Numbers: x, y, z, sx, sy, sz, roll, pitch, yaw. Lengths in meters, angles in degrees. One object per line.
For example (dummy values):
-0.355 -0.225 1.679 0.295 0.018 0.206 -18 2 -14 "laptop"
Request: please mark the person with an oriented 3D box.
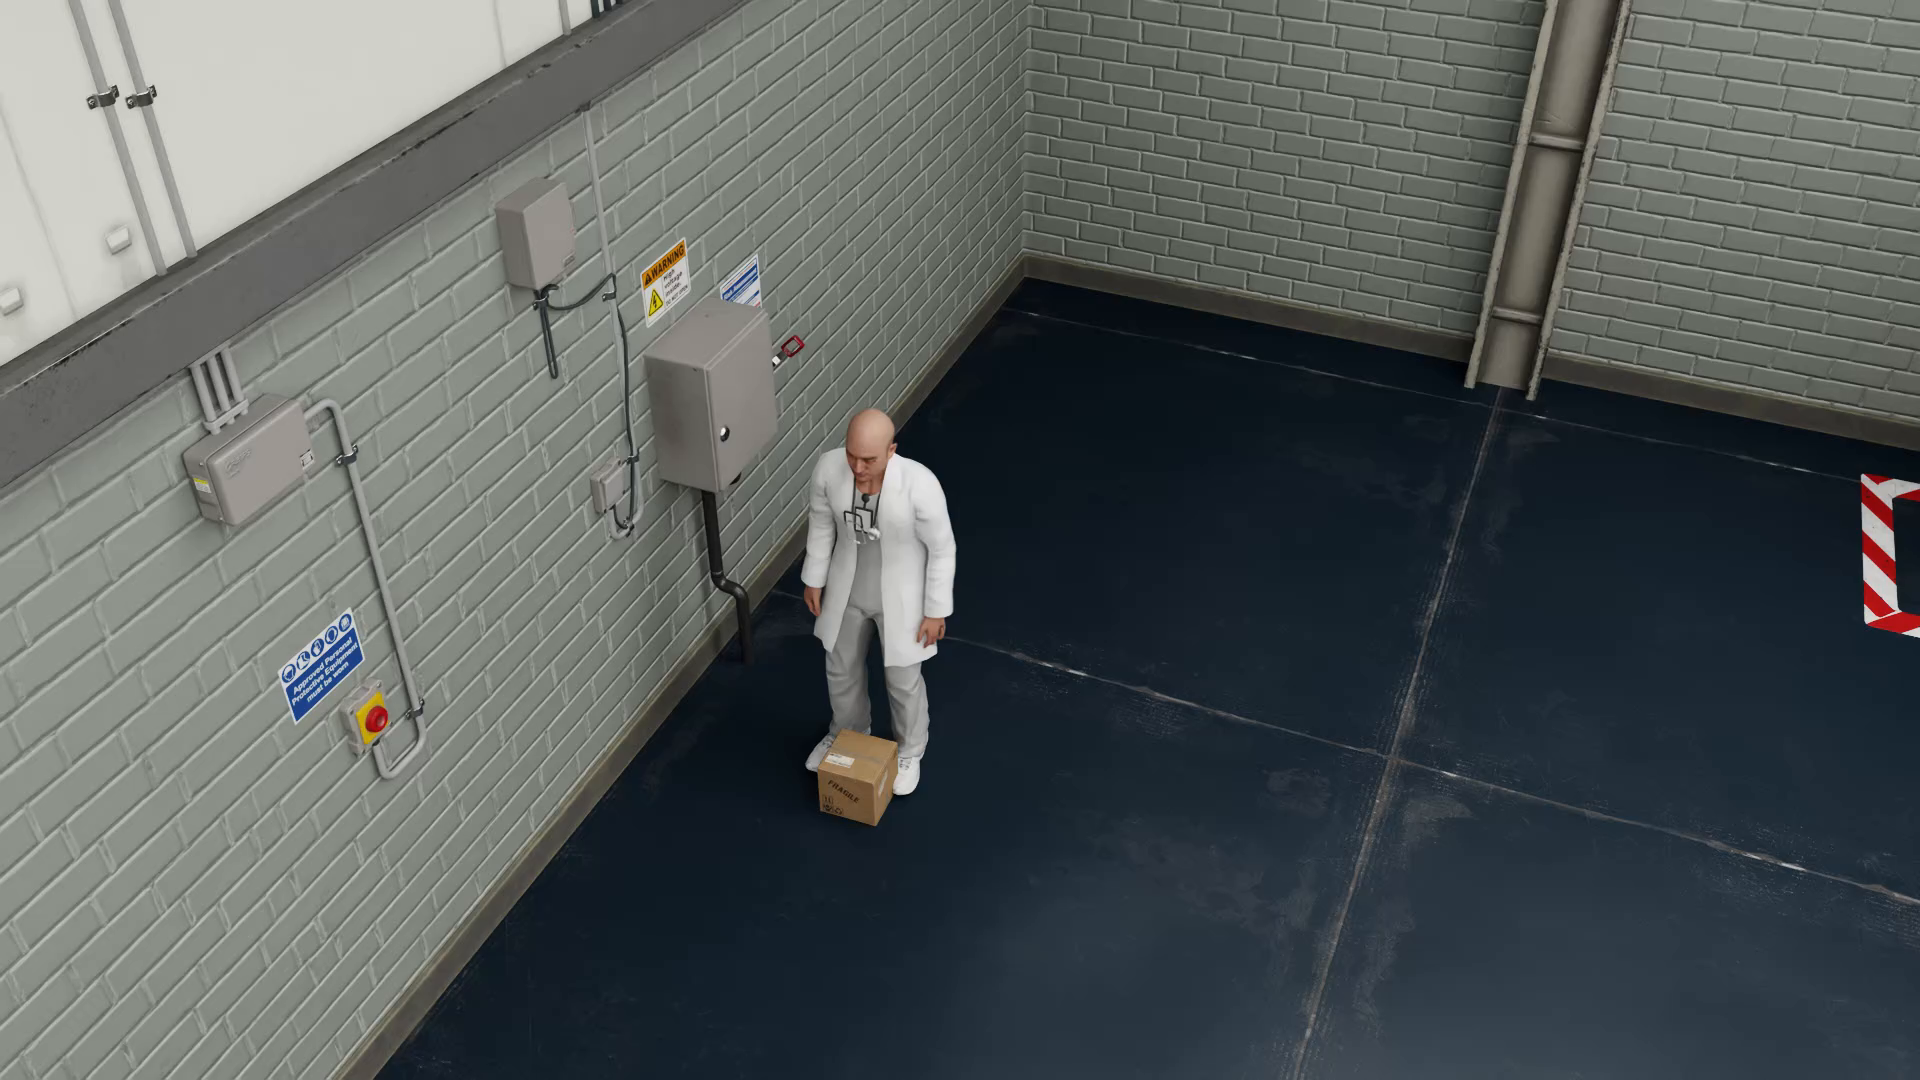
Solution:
-0.325 0.222 6.538 0.643 1.774 0.420 14 39 18 "person"
